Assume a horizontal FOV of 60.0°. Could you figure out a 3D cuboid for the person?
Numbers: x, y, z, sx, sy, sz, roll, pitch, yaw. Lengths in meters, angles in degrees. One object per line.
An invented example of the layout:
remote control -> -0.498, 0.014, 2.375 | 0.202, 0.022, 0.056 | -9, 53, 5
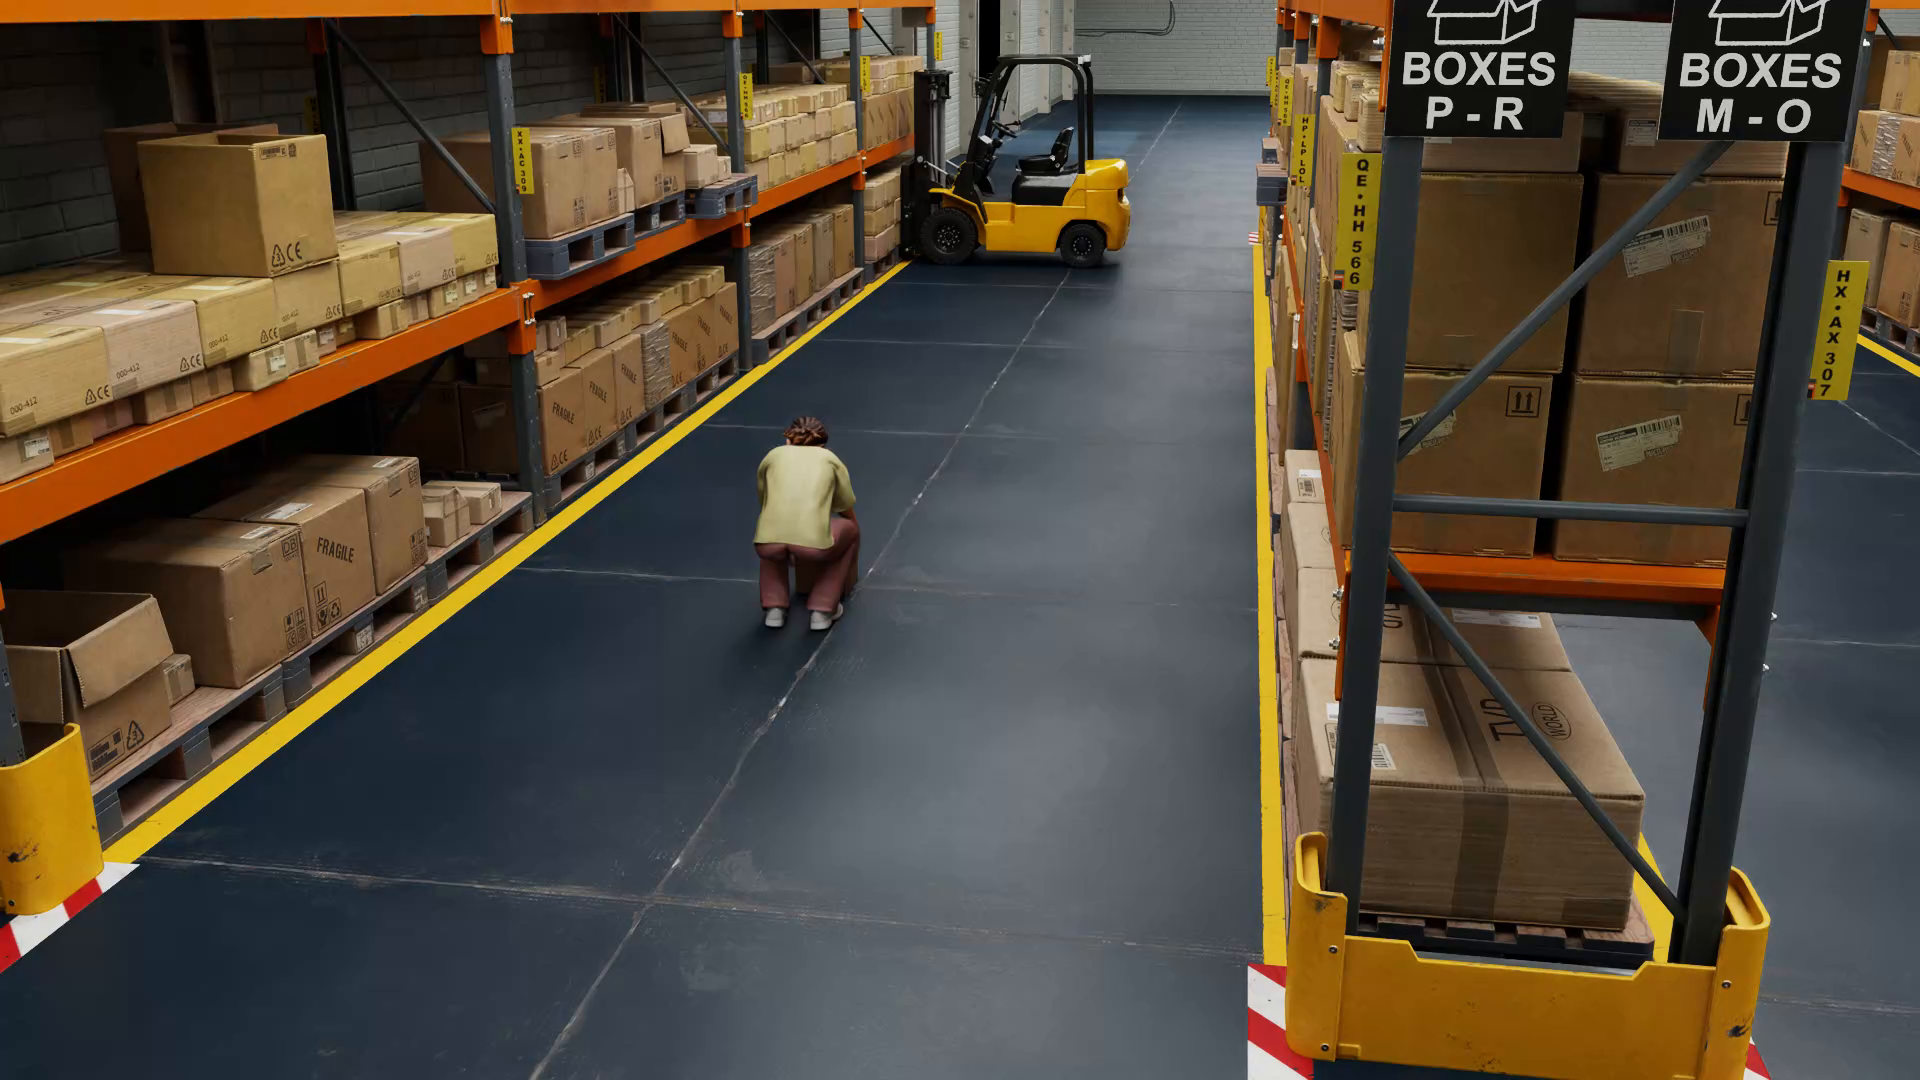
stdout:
person -> -0.724, -0.078, 7.632 | 0.486, 0.857, 0.802 | 3, 18, 9
